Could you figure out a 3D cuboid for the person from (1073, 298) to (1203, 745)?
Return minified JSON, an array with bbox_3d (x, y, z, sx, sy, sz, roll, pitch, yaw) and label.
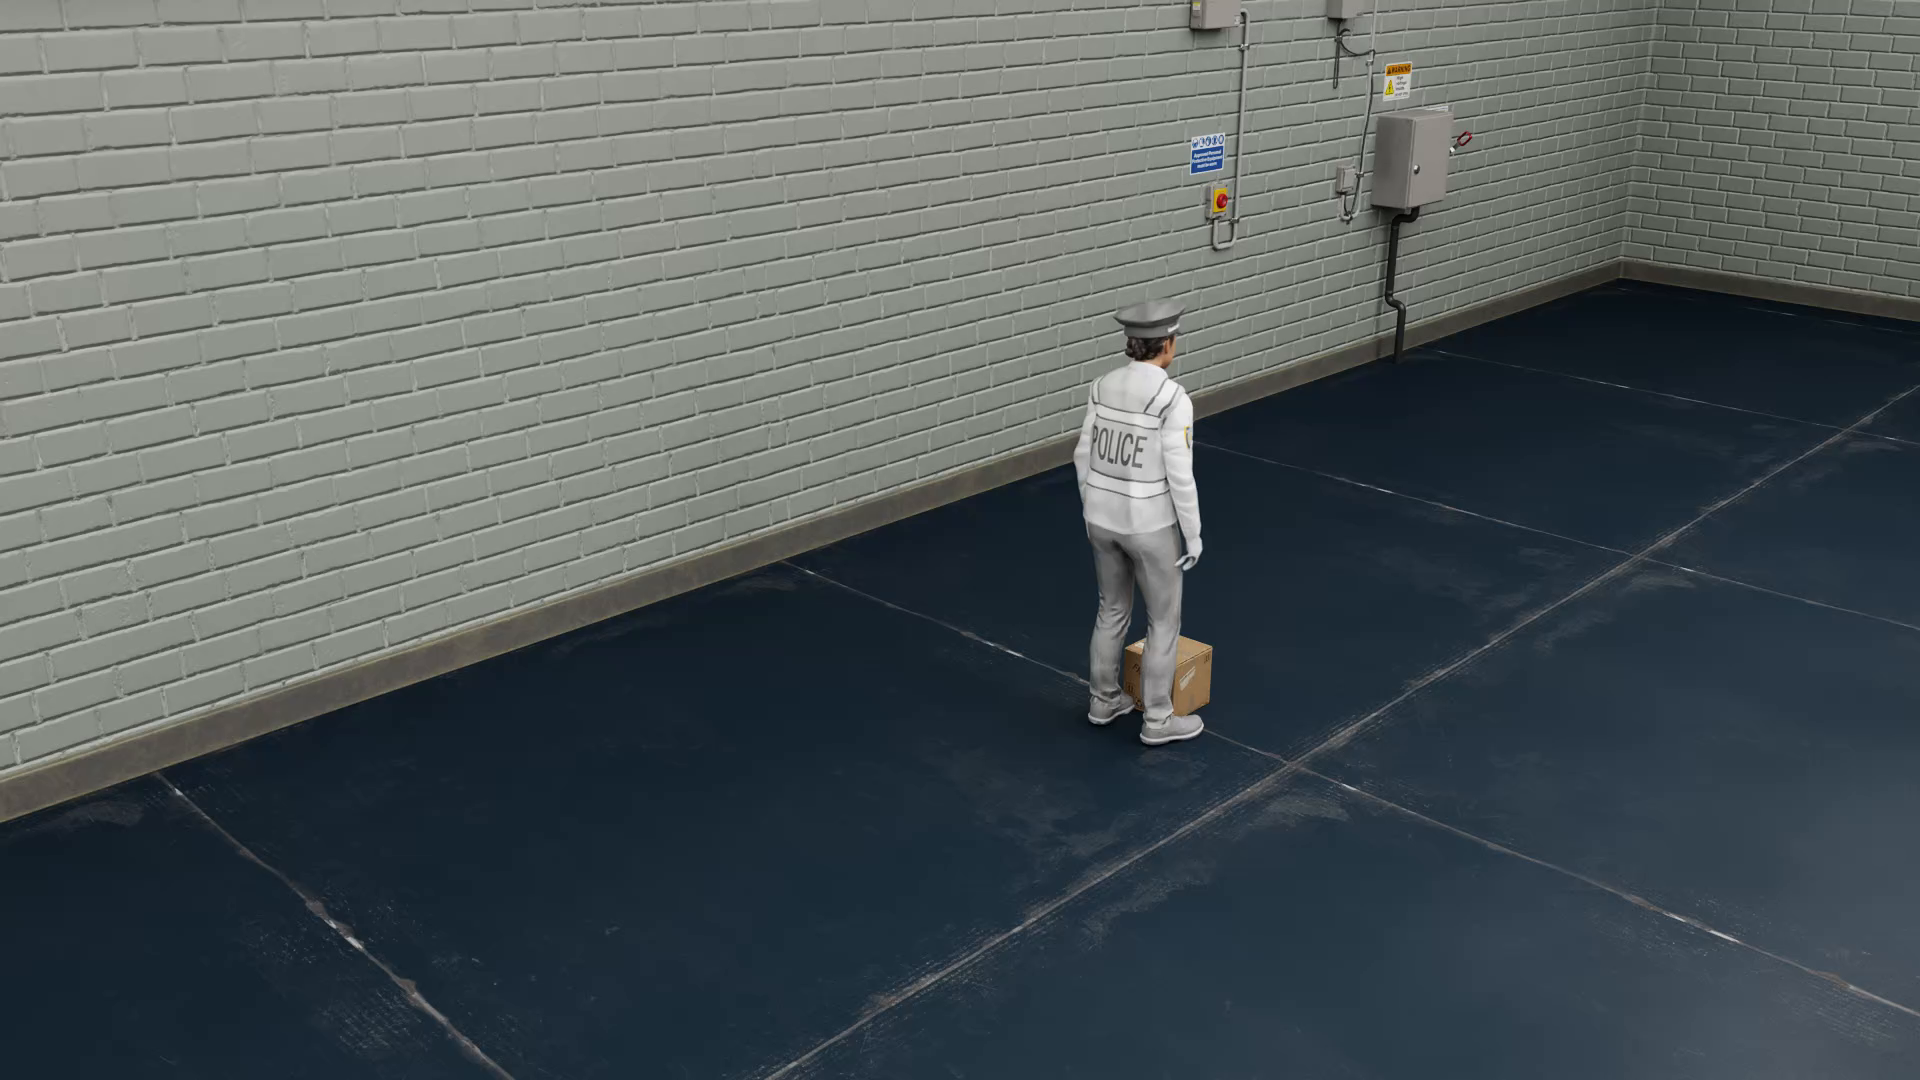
[{"bbox_3d":[0.667,-0.058,6.230,0.536,1.663,0.378,18,27,40],"label":"person"}]
